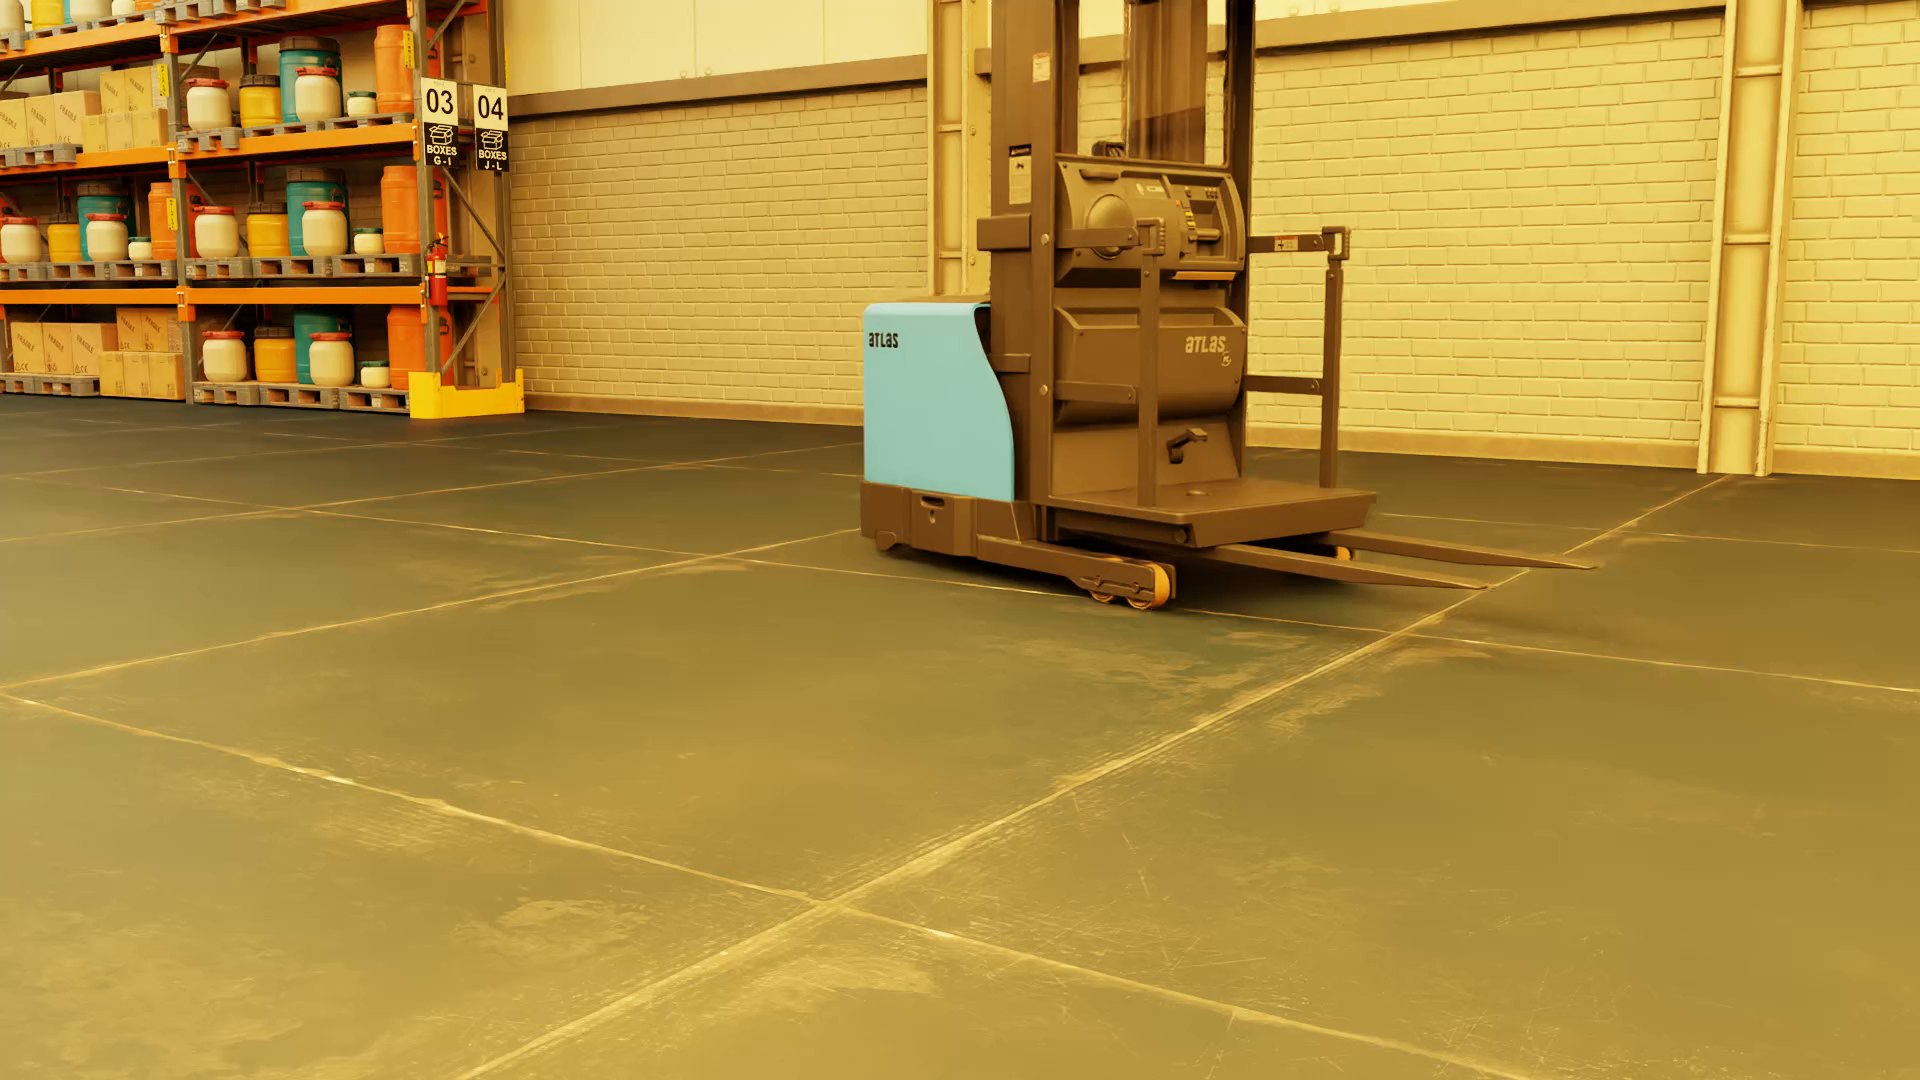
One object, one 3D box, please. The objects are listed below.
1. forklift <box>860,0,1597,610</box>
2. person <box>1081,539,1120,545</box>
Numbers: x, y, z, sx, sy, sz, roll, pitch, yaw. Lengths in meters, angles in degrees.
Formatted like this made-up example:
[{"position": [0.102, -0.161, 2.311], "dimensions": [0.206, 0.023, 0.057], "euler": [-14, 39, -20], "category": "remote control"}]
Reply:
[{"position": [0.878, -1.283, 6.214], "dimensions": [1.130, 2.935, 3.031], "euler": [-6, 10, -38], "category": "forklift"}, {"position": [0.693, -0.814, 7.601], "dimensions": [1.105, 1.629, 0.829], "euler": [8, 11, 44], "category": "person"}]
